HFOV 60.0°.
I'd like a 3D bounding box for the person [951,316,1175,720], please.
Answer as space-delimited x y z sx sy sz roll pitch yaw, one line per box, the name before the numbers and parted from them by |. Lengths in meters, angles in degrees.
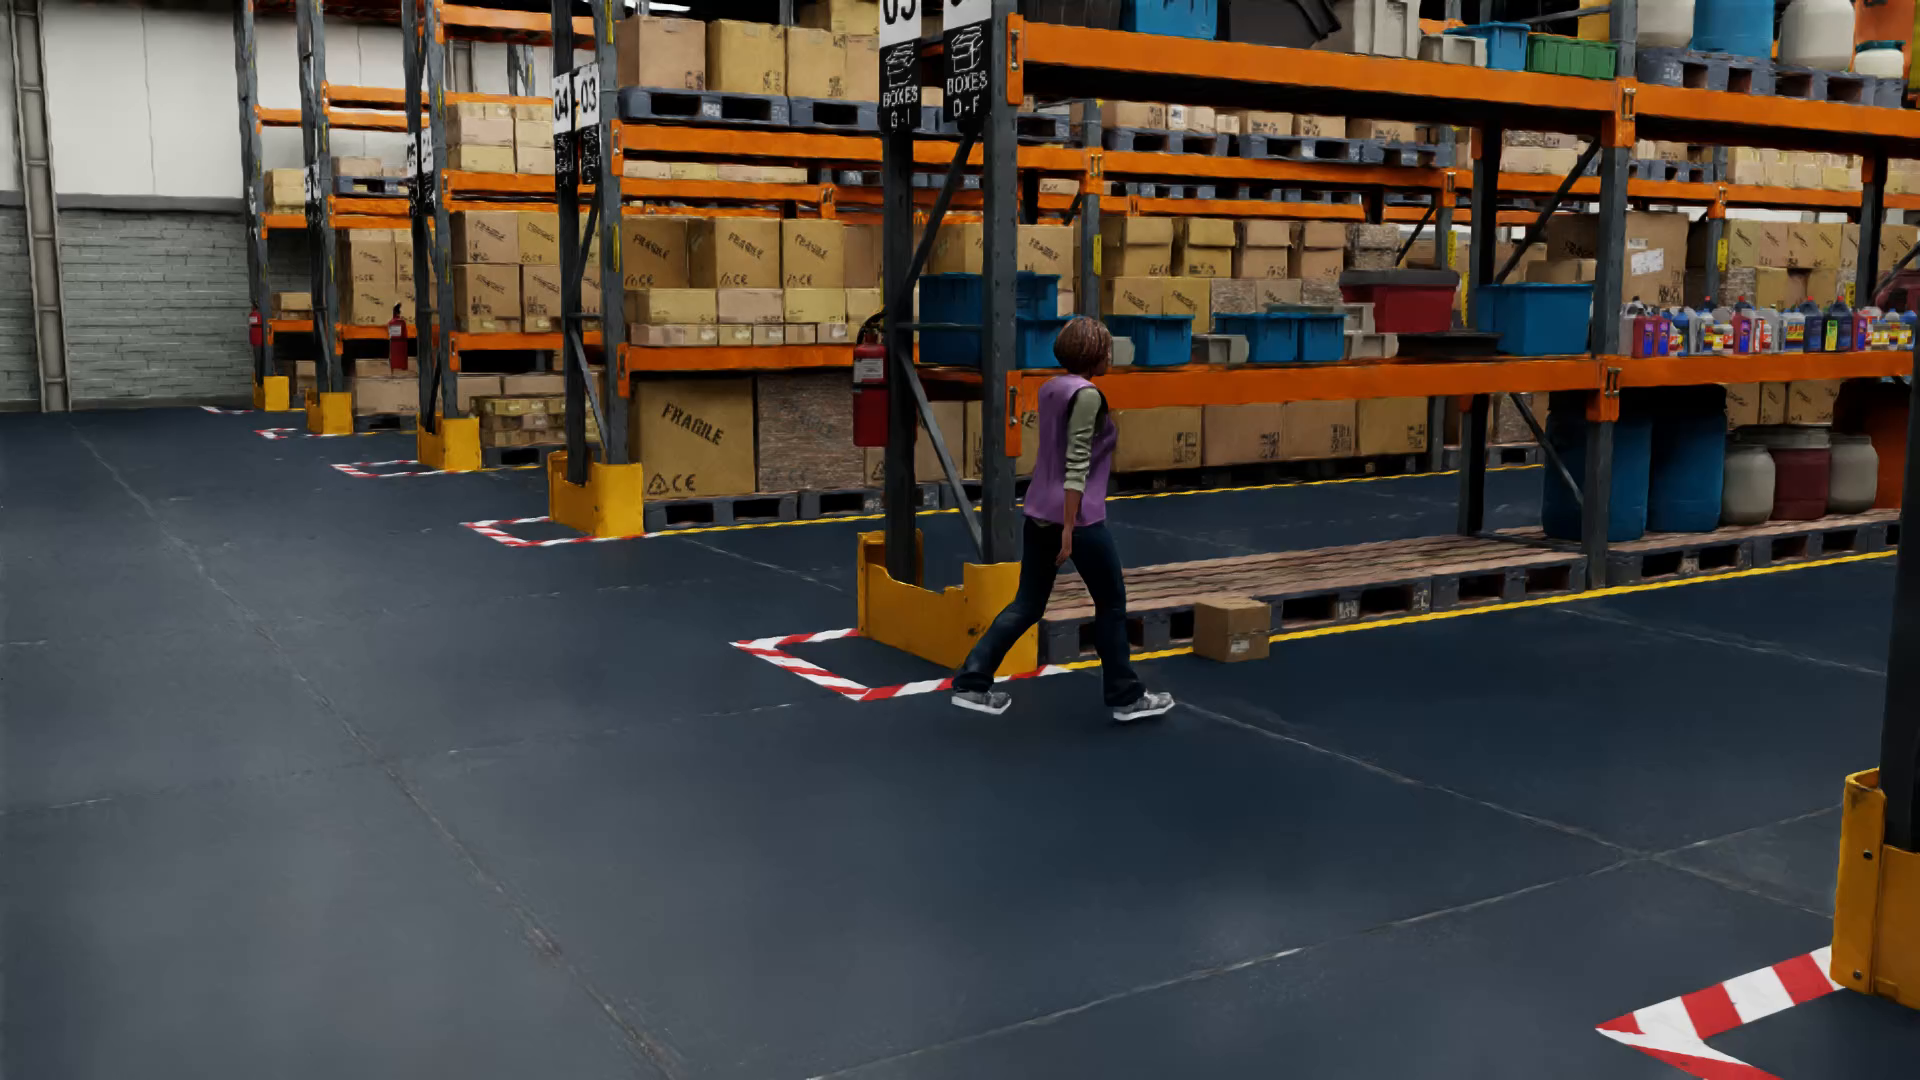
person | 0.387 -0.074 6.359 0.904 1.550 0.426 -4 9 -26
